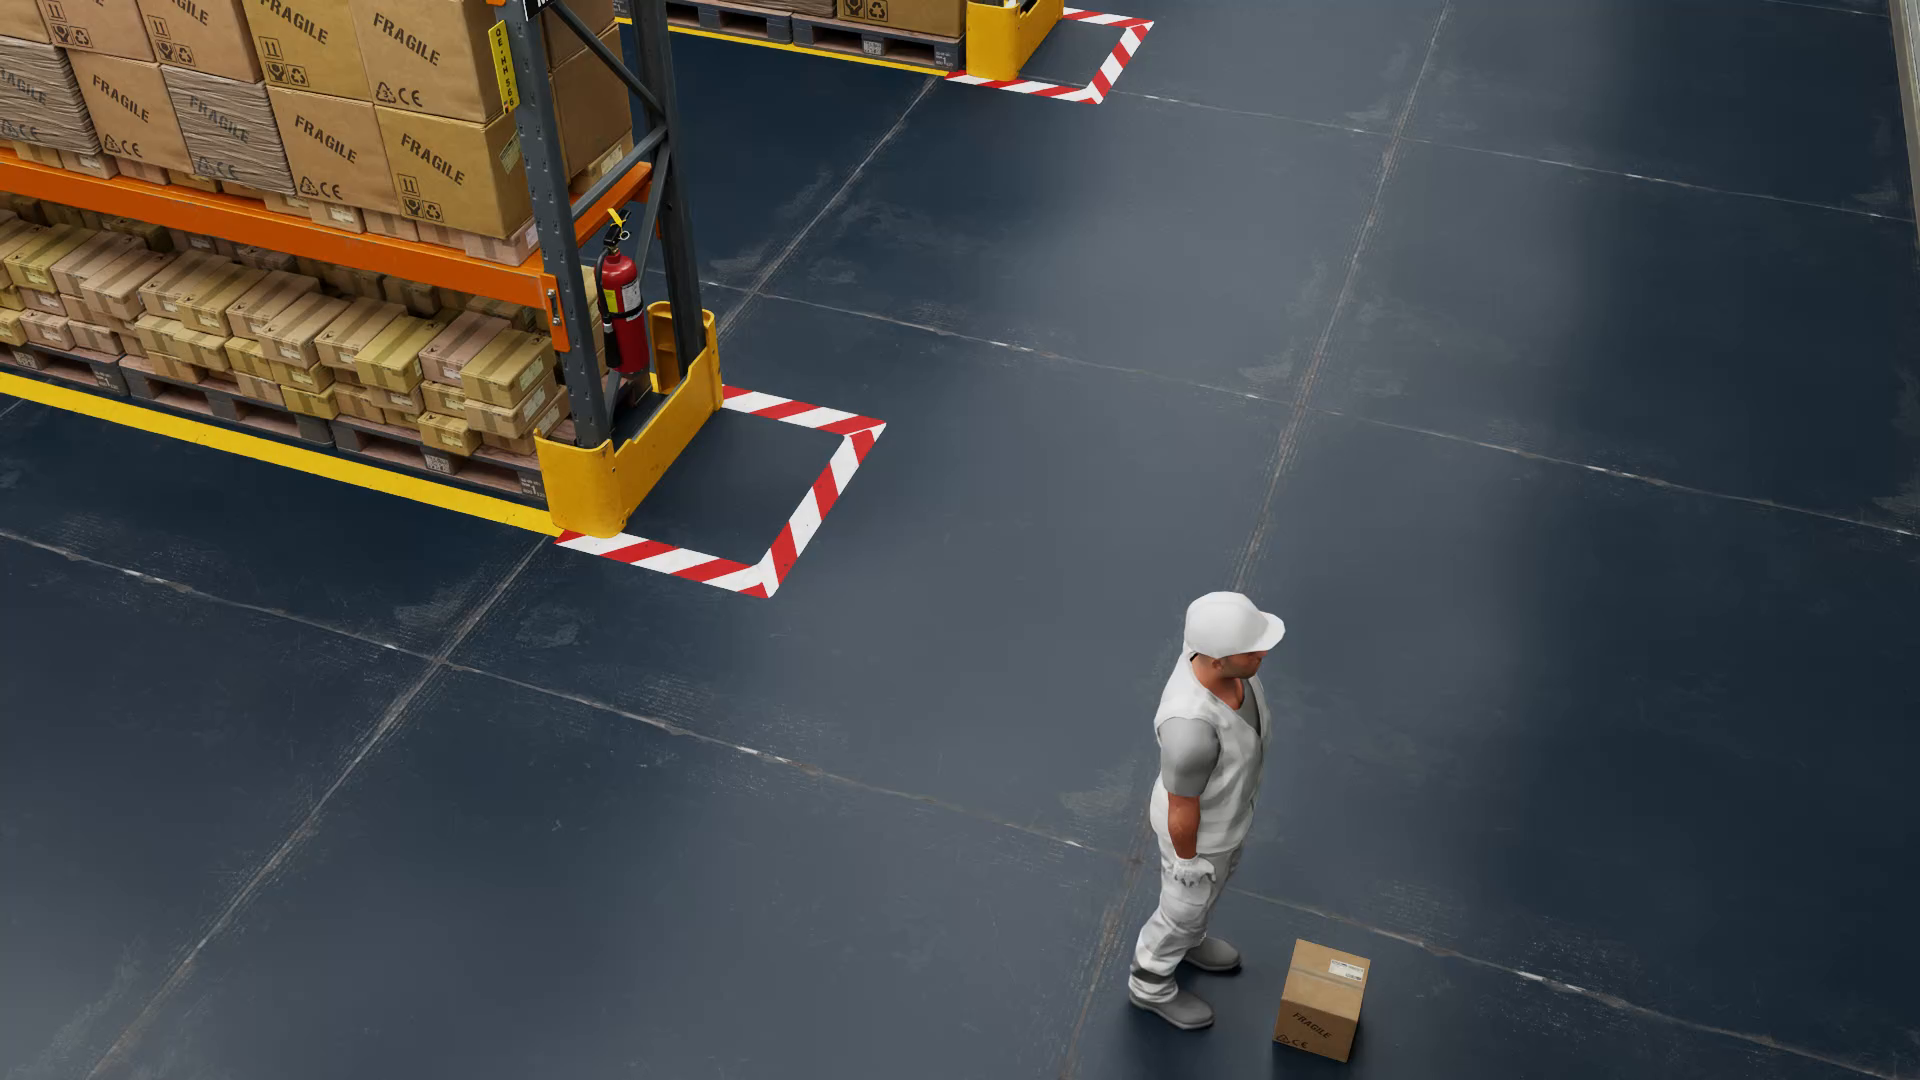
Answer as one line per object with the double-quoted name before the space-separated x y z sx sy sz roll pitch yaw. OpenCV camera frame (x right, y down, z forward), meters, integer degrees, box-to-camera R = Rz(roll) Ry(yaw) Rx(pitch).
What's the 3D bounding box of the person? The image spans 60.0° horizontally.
"person" 0.769 0.842 5.176 0.352 1.786 0.524 14 43 16
